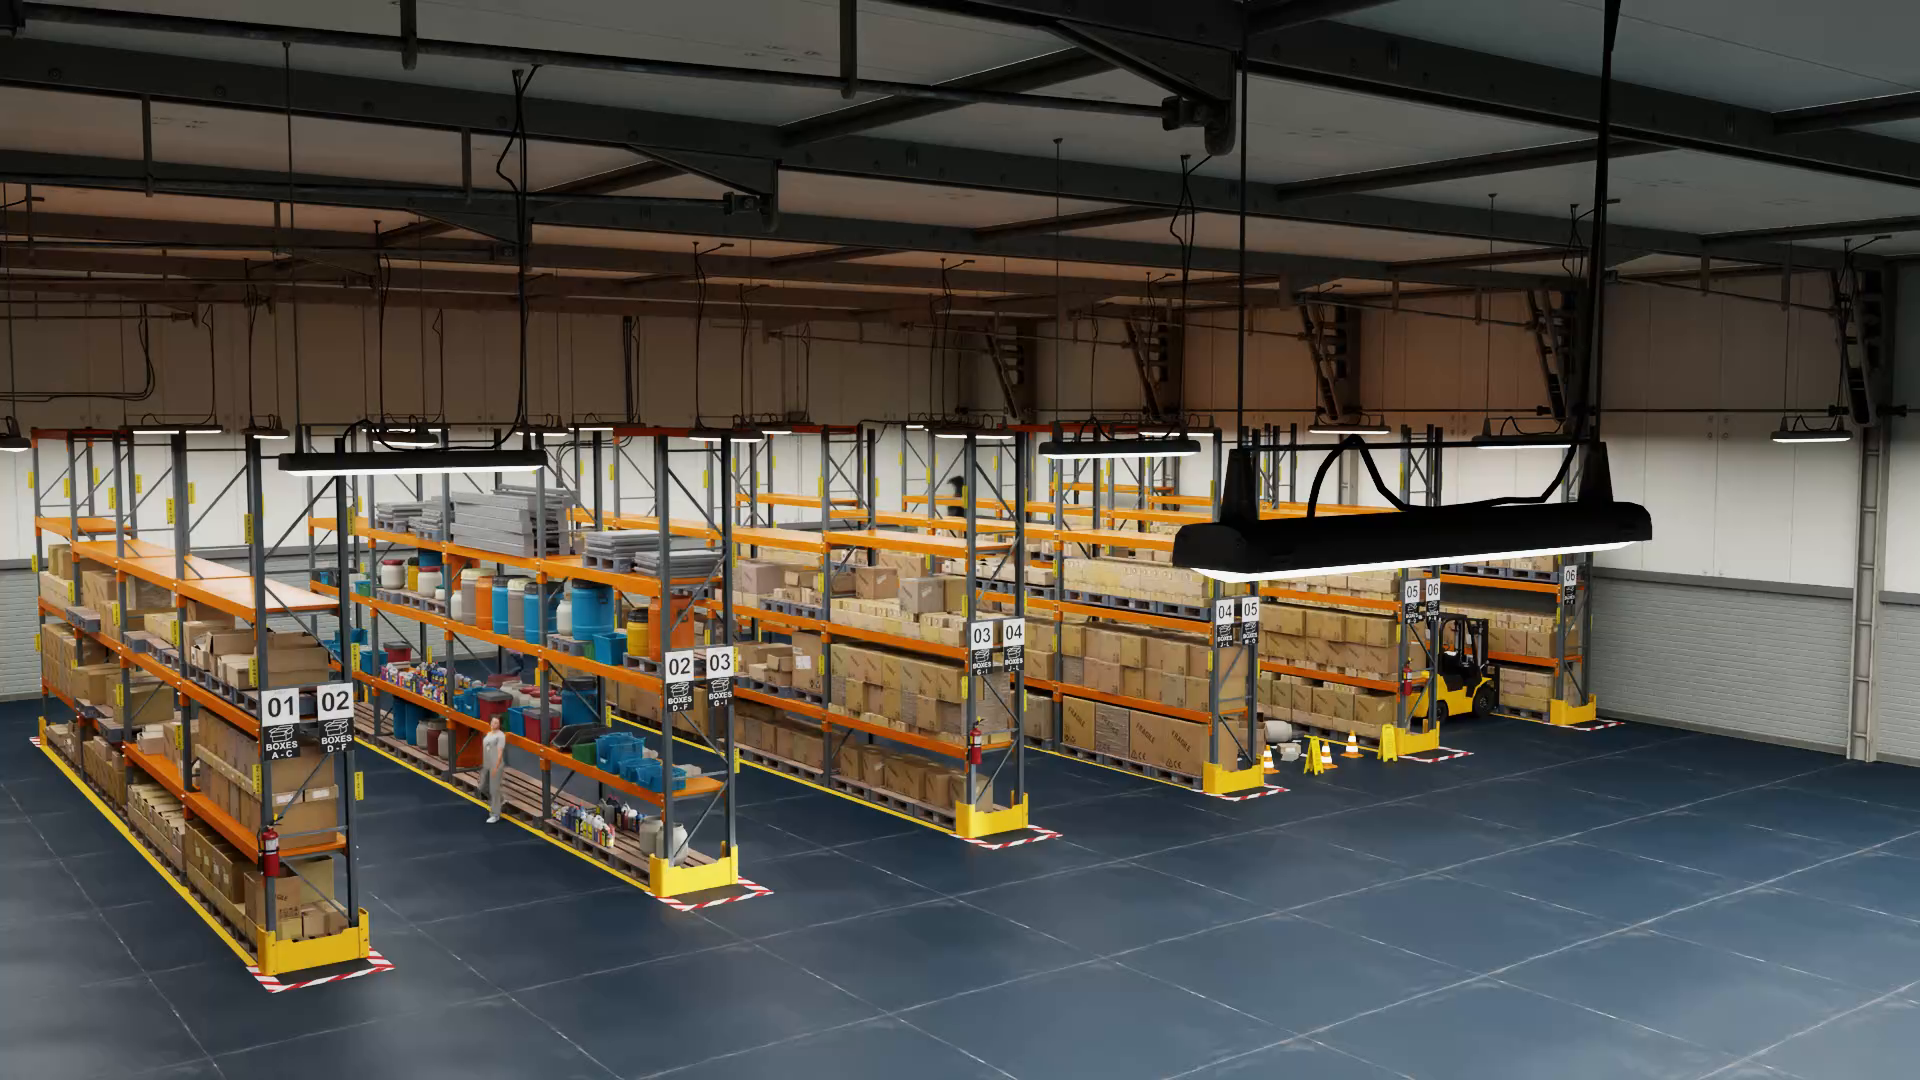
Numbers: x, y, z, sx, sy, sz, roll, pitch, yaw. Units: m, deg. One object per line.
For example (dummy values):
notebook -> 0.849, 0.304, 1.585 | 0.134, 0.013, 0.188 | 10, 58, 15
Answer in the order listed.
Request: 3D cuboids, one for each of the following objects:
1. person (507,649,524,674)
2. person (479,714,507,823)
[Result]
person -> -10.193, 2.591, 38.041 | 0.660, 1.514, 0.517 | -4, 6, -41
person -> -7.173, 3.488, 25.654 | 0.633, 1.662, 0.584 | 3, 5, 35
